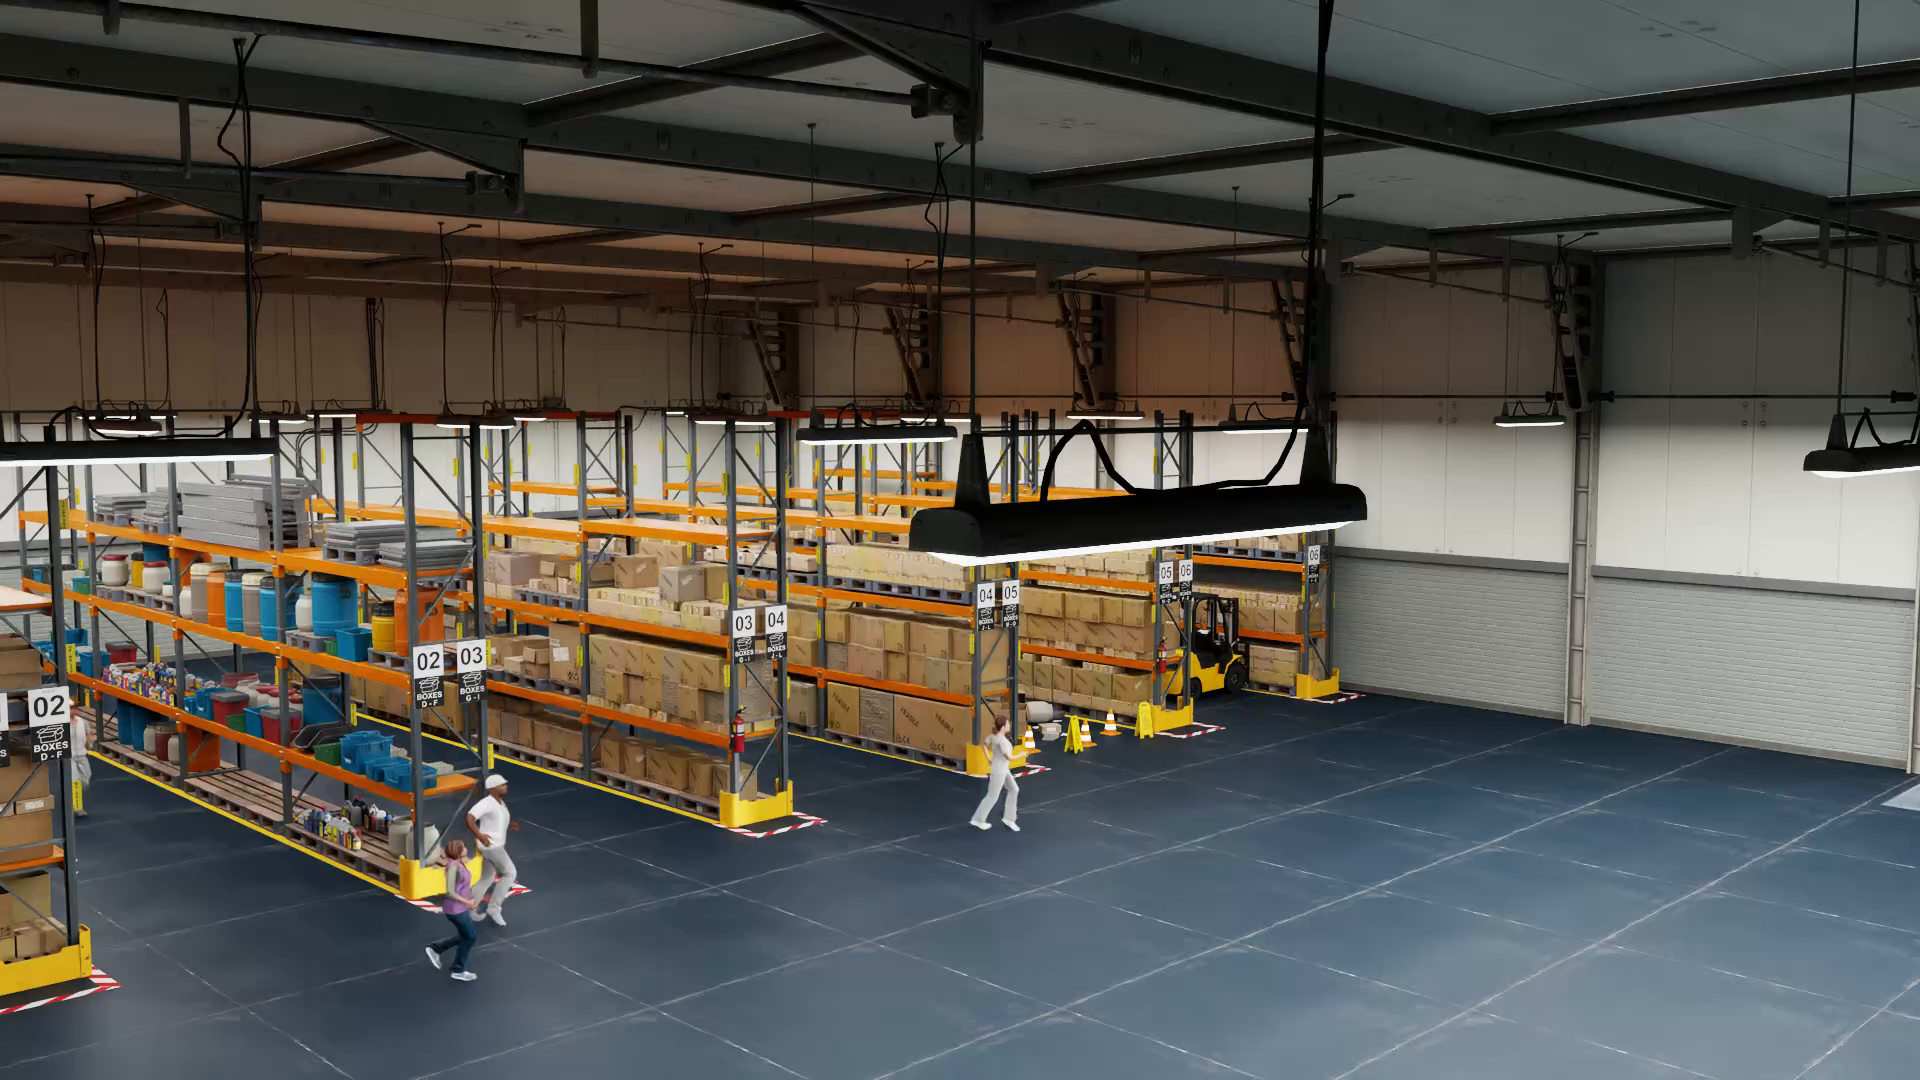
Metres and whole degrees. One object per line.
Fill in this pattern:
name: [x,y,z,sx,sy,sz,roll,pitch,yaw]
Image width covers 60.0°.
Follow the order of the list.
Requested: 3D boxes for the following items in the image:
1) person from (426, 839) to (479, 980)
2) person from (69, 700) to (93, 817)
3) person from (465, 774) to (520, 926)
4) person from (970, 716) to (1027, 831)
person: [-5.495,3.998,17.974,0.576,1.560,0.564,-1,5,-14]
person: [-13.432,3.279,25.126,0.780,1.748,0.663,4,6,37]
person: [-5.671,3.721,20.084,0.696,1.777,0.710,-1,5,-10]
person: [0.560,3.403,24.104,0.836,1.722,0.528,-1,5,-6]
